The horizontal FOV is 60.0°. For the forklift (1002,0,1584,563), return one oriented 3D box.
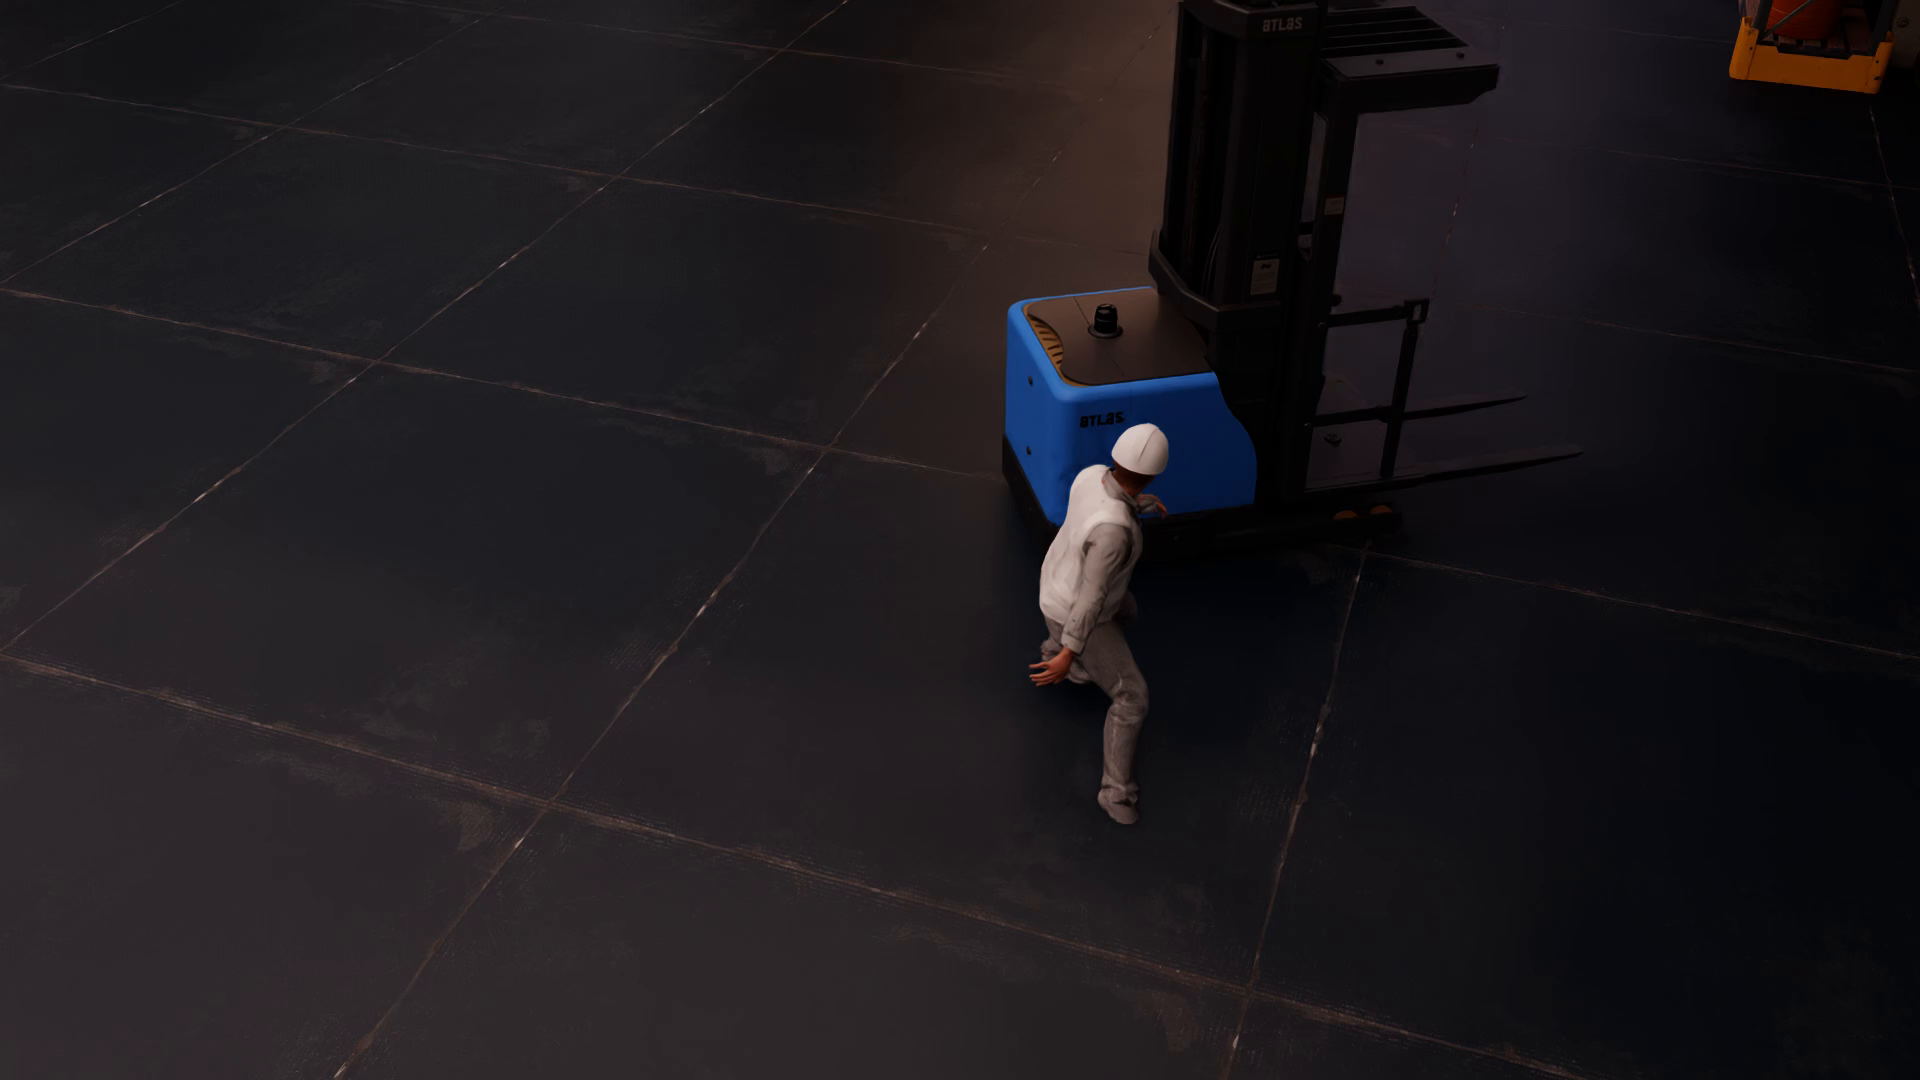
[{"bbox_3d":[1.802,-1.473,8.189,3.031,2.935,1.130,-8,36,-11],"label":"forklift"}]

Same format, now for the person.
[{"bbox_3d":[0.589,0.294,6.938,0.563,1.730,1.067,3,35,4],"label":"person"}]
